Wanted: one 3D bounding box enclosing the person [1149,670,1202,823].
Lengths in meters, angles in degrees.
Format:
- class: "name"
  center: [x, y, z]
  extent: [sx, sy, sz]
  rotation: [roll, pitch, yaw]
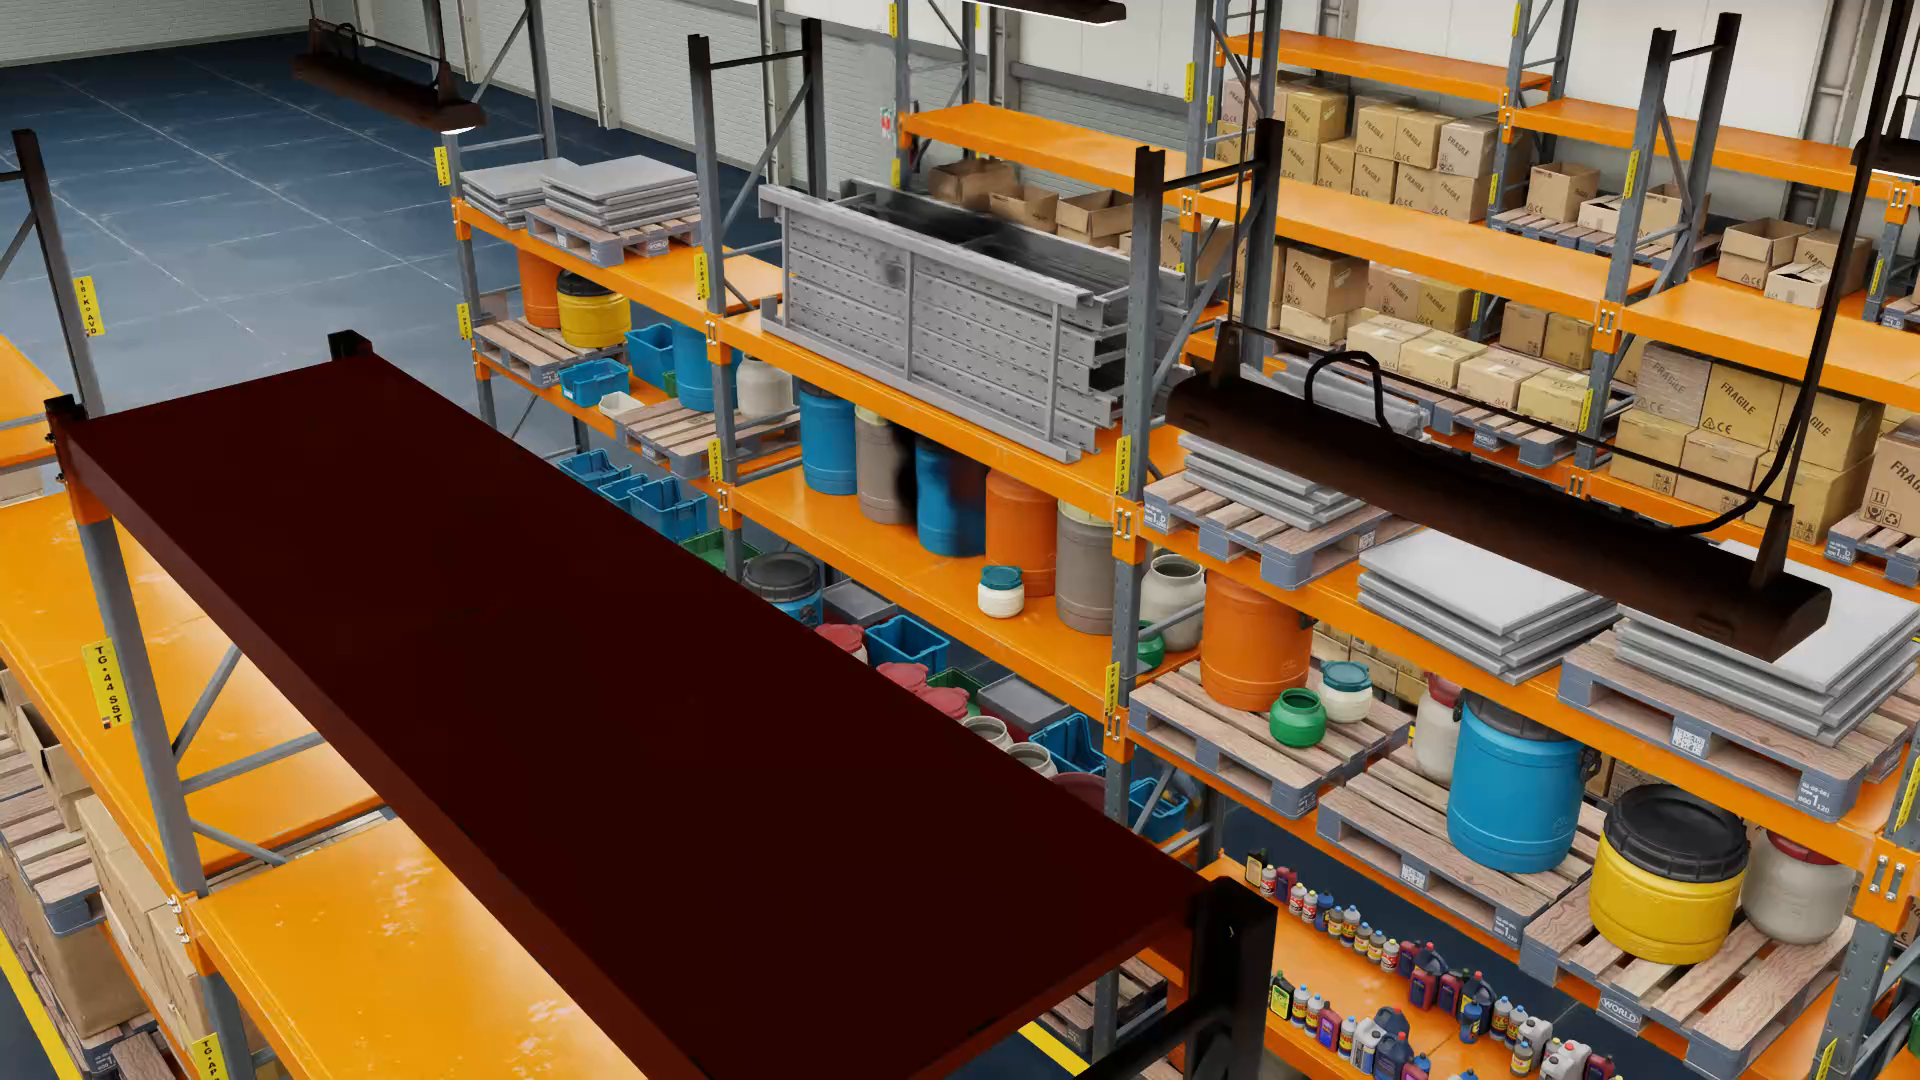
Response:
- class: "person"
  center: [1.695, 1.326, 12.422]
  extent: [0.747, 1.730, 0.550]
  rotation: [-20, 33, -34]
